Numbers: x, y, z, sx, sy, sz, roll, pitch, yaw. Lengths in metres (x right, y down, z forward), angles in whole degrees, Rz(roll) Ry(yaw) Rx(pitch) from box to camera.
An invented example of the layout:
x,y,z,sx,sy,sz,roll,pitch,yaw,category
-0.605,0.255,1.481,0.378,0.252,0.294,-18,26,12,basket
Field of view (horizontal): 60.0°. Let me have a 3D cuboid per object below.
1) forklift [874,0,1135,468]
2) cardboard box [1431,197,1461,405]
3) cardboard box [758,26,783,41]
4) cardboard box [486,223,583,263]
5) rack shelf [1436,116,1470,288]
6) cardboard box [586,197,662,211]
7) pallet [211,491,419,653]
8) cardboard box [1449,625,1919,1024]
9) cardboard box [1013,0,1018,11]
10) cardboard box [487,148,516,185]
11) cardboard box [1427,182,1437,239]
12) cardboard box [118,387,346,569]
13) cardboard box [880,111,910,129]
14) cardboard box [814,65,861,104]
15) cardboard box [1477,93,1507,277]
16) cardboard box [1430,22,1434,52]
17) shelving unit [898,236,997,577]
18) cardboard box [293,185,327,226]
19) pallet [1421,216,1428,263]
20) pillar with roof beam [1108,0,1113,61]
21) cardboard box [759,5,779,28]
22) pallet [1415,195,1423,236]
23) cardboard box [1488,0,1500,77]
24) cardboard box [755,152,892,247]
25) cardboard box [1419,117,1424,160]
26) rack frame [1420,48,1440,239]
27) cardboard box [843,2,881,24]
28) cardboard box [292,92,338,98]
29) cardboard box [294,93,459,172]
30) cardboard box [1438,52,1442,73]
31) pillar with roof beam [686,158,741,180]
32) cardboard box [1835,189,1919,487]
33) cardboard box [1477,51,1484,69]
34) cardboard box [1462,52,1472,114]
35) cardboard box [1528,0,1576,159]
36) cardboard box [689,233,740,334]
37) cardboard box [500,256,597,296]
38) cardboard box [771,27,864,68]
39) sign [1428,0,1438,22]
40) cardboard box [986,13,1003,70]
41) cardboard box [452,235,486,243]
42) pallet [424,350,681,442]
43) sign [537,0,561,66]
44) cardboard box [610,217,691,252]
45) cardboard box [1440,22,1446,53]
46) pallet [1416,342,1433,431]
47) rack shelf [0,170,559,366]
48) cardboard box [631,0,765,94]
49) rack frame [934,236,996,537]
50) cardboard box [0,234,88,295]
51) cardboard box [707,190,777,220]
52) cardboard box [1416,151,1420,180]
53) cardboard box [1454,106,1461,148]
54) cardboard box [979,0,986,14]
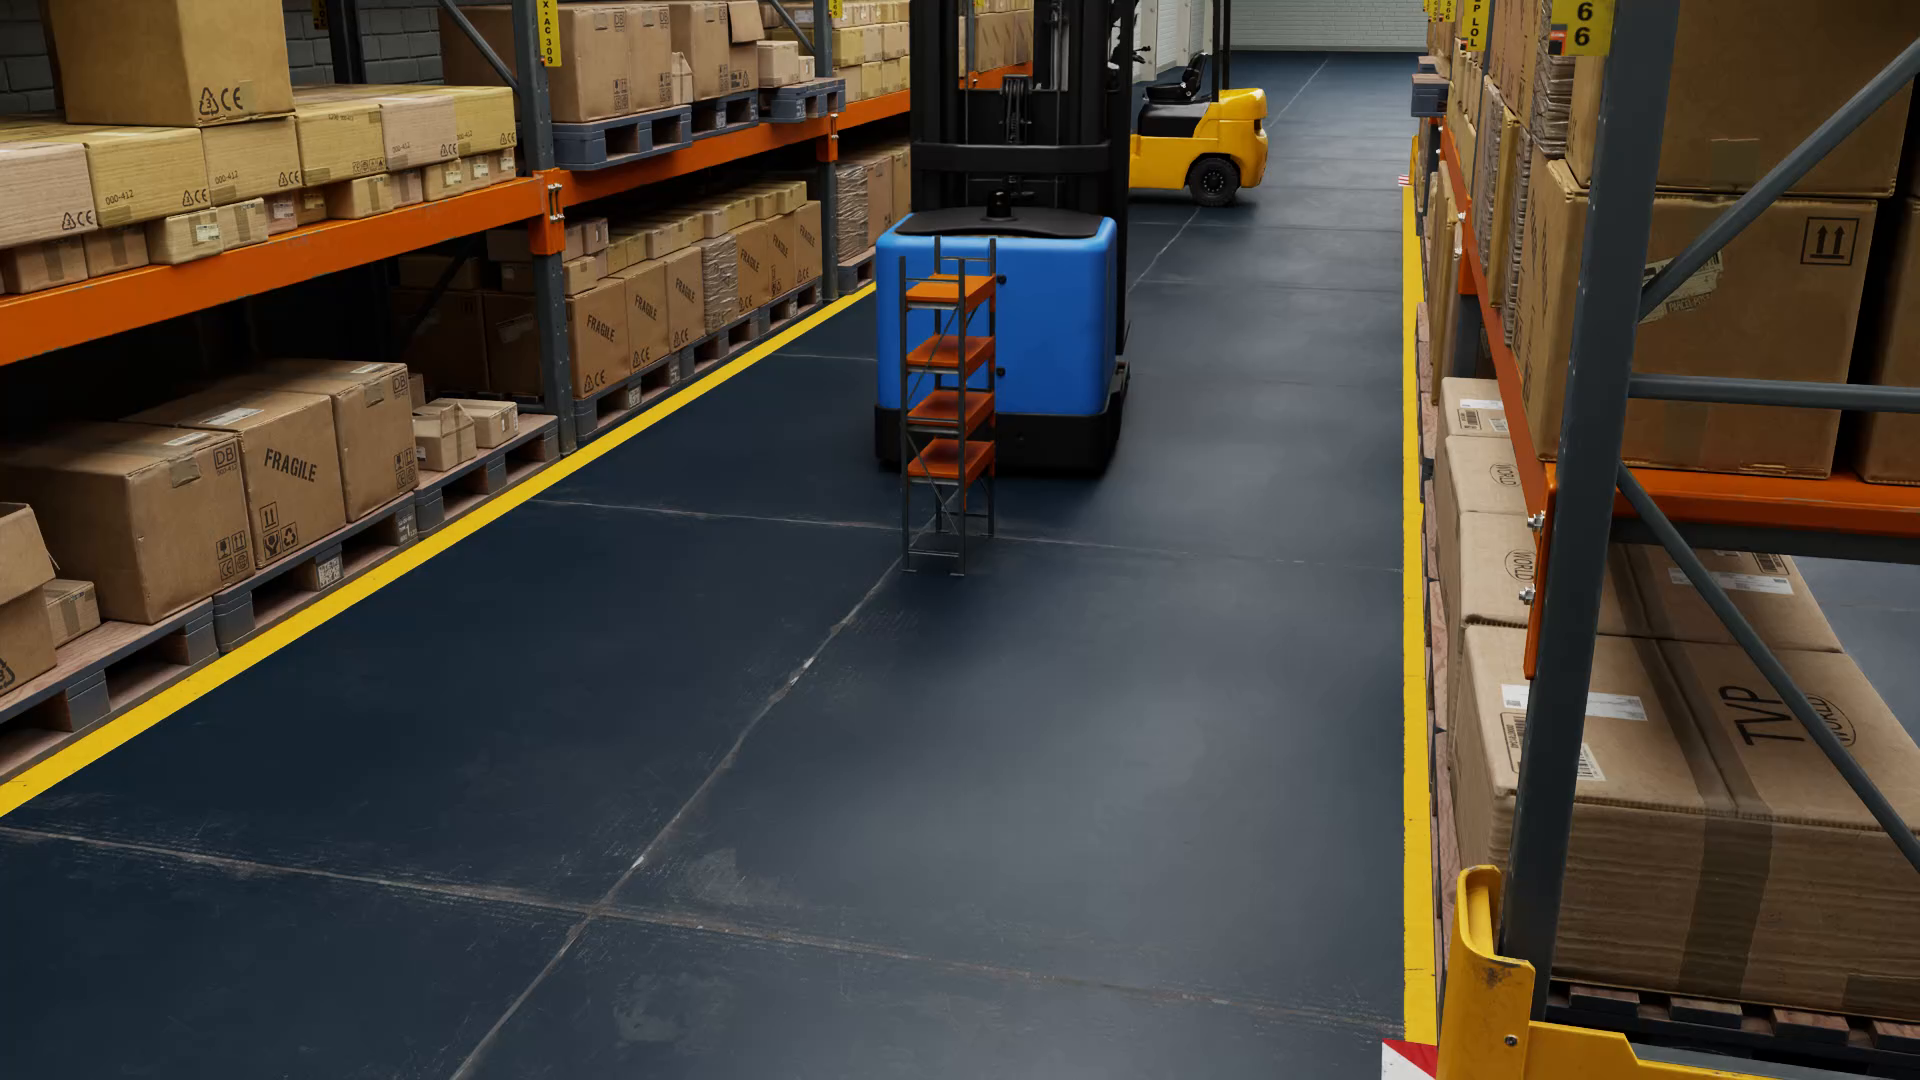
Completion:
x,y,z,sx,sy,sz,roll,pitch,yaw,category
0.332,-2.142,8.423,1.130,2.935,3.031,3,19,8,forklift
2.777,-1.151,8.053,0.875,0.875,0.875,5,20,15,cardboard box
-1.506,-3.446,11.594,0.500,0.250,0.500,5,20,15,cardboard box
-2.037,-1.424,7.969,0.380,0.149,0.250,4,19,12,cardboard box
2.979,-1.760,8.311,1.077,0.370,4.000,5,19,13,rack shelf
-2.024,-1.973,10.036,0.380,0.149,0.250,4,19,12,cardboard box
-2.789,0.055,6.202,1.003,0.211,1.213,5,19,13,pallet
1.577,0.580,3.664,0.875,0.438,0.875,4,19,12,cardboard box
0.361,-5.288,16.370,0.380,0.149,0.250,4,19,12,cardboard box
-2.157,-1.625,7.194,0.380,0.149,0.250,5,19,14,cardboard box
4.147,-2.546,12.915,0.950,0.372,0.625,6,20,17,cardboard box
-2.587,-0.233,5.946,0.500,0.500,0.500,5,19,14,cardboard box
-0.437,-3.912,15.556,0.500,0.250,0.500,5,20,14,cardboard box
-1.001,-3.166,11.549,0.500,0.250,0.500,5,19,14,cardboard box
1.867,-1.081,5.058,0.500,0.500,0.500,5,19,14,cardboard box
4.674,-4.813,15.524,0.500,0.500,0.500,4,19,12,cardboard box
-0.040,-0.516,6.342,0.258,1.200,0.503,5,19,13,shelving unit
-2.537,-1.224,6.019,0.380,0.149,0.250,5,19,14,cardboard box
4.256,-2.417,13.437,1.003,0.211,1.213,5,19,13,pallet
6.670,-11.738,27.132,9.100,9.000,0.400,5,19,13,pillar with roof beam
-1.463,-3.590,11.399,0.380,0.149,0.250,5,20,15,cardboard box
4.575,-2.874,14.776,1.003,0.211,1.213,5,19,13,pallet
2.139,-1.863,5.801,0.500,0.500,0.500,5,19,14,cardboard box
-1.029,-2.592,12.661,0.875,0.625,0.625,5,20,15,cardboard box
4.698,-3.927,15.989,0.500,0.500,0.500,5,19,14,cardboard box
4.445,-3.981,13.701,1.000,3.000,0.127,5,19,13,rack frame
-0.797,-3.879,12.245,0.380,0.149,0.250,5,19,14,cardboard box
-2.823,-1.642,6.626,0.500,0.250,0.500,4,19,13,cardboard box
-2.320,-1.597,6.493,0.500,0.250,0.500,5,19,14,cardboard box
3.402,-3.179,11.092,0.380,0.149,0.250,4,19,11,cardboard box
2.272,-6.096,10.614,9.100,9.000,0.400,5,19,13,pillar with roof beam
1.909,-0.394,3.047,0.500,0.500,0.500,5,19,13,cardboard box
2.356,-2.153,6.650,0.500,0.500,0.500,5,20,15,cardboard box
2.598,-2.116,7.701,0.500,0.250,0.500,5,20,15,cardboard box
1.499,-1.076,3.495,0.500,0.500,0.500,5,19,14,cardboard box
-1.608,-1.499,9.654,0.500,0.500,0.500,4,19,11,cardboard box
-1.978,-1.278,8.003,0.380,0.149,0.250,6,20,16,cardboard box
-0.977,-3.401,11.463,0.500,0.250,0.500,5,19,13,cardboard box
3.917,-4.431,13.679,0.100,0.325,0.005,5,19,13,sign
0.103,-4.702,15.658,0.500,0.500,0.500,5,19,14,cardboard box
-2.403,-1.485,8.607,0.380,0.149,0.250,5,19,14,cardboard box
-2.162,-0.802,8.710,1.003,0.211,1.213,5,19,13,pallet
-1.796,-2.233,7.246,0.100,0.325,0.005,5,19,13,sign
-1.720,-1.692,9.216,0.380,0.149,0.250,5,20,15,cardboard box
3.425,-3.441,10.857,0.500,0.500,0.500,4,19,13,cardboard box
2.902,-0.785,8.659,1.003,0.211,1.213,5,19,13,pallet
-2.813,-0.897,5.785,1.077,0.370,4.000,5,19,13,rack shelf
-1.566,-2.839,9.549,0.797,0.503,0.637,4,19,12,cardboard box
0.019,-0.592,6.566,0.240,1.200,0.015,5,19,13,rack frame
-2.786,-0.816,4.823,0.380,0.149,0.250,5,20,15,cardboard box
-1.365,-2.099,10.405,0.380,0.149,0.250,4,19,12,cardboard box
4.825,-3.741,16.605,0.500,0.250,0.500,5,20,15,cardboard box
2.862,-2.196,8.708,0.500,0.250,0.500,5,20,15,cardboard box
0.025,-4.886,15.194,0.380,0.149,0.250,5,20,15,cardboard box
